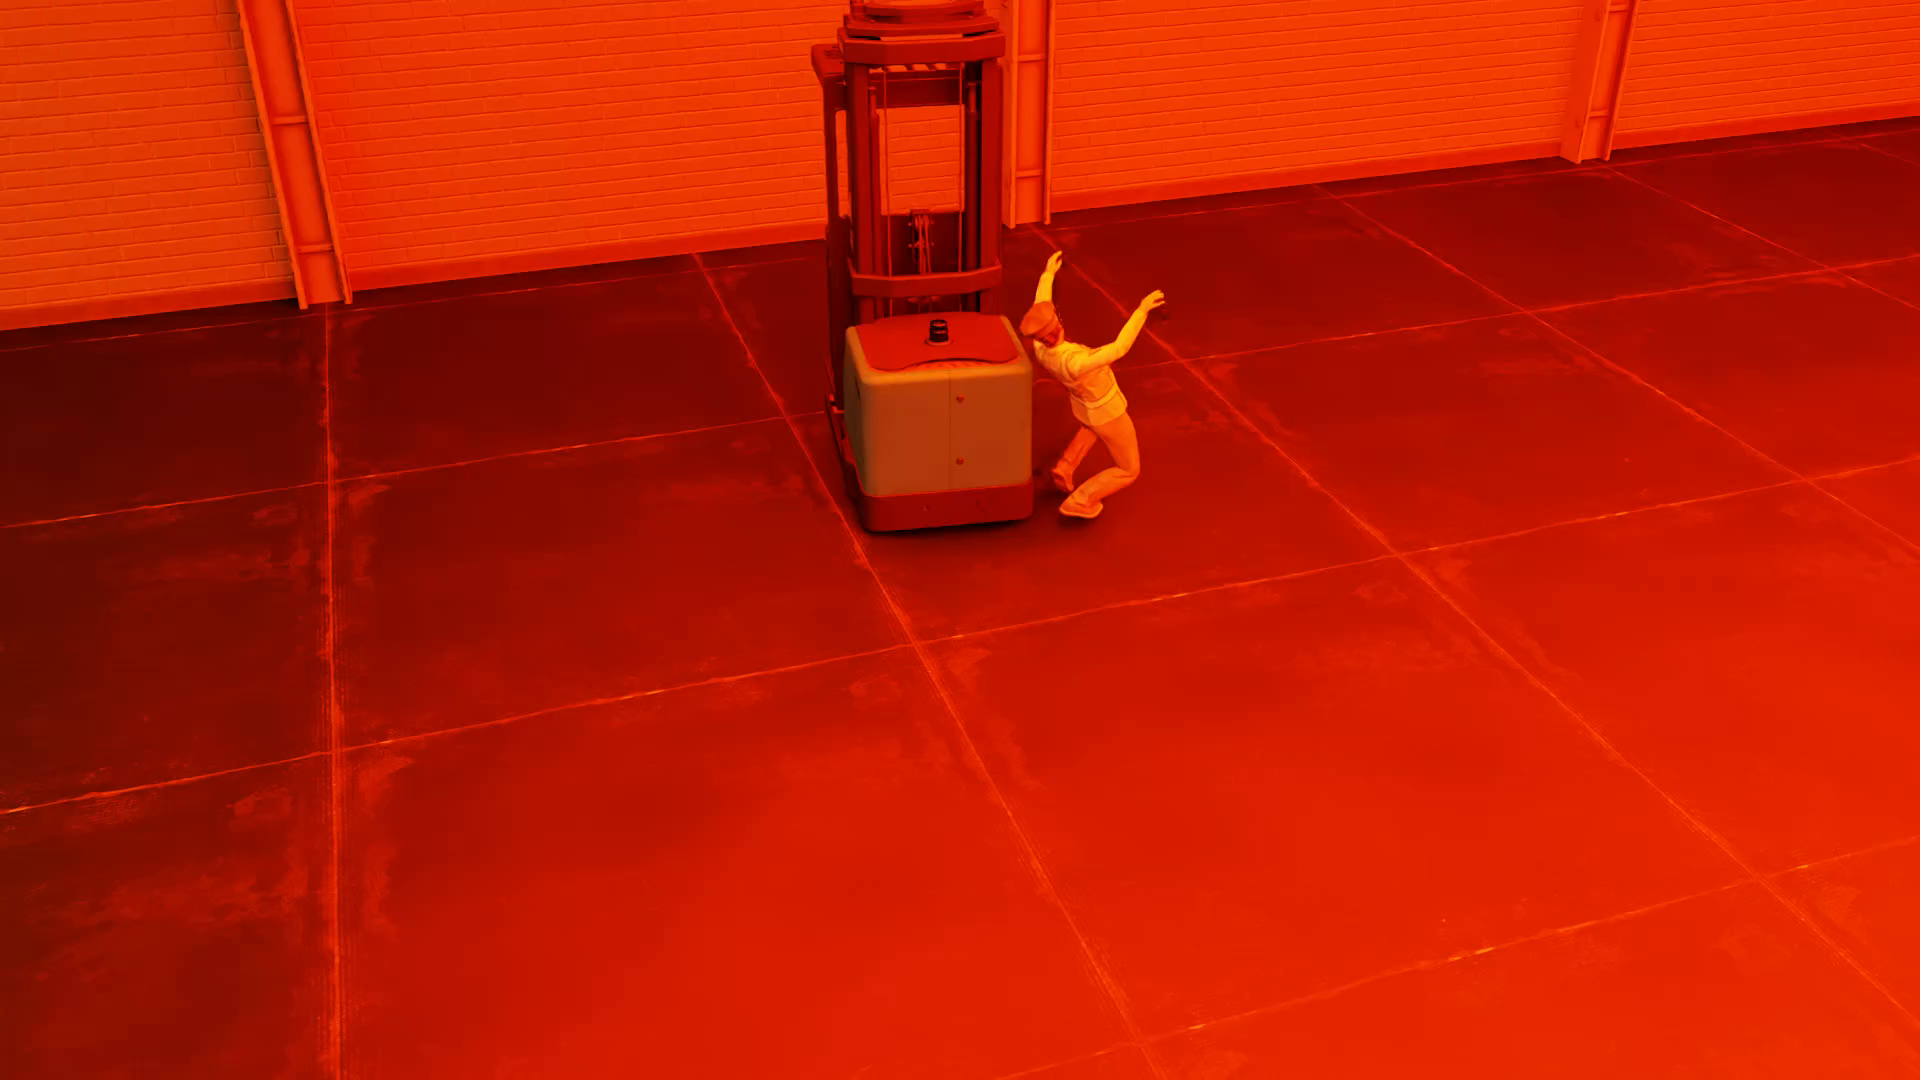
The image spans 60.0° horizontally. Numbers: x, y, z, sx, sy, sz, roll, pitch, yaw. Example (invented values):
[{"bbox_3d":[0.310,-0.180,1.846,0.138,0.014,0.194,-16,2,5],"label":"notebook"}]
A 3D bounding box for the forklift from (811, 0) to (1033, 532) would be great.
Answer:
[{"bbox_3d":[-0.325,-2.038,10.629,1.130,2.935,3.031,-5,30,-9],"label":"forklift"}]

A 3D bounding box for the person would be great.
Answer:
[{"bbox_3d":[0.688,-0.865,9.997,0.759,1.536,0.882,-15,33,-24],"label":"person"}]
